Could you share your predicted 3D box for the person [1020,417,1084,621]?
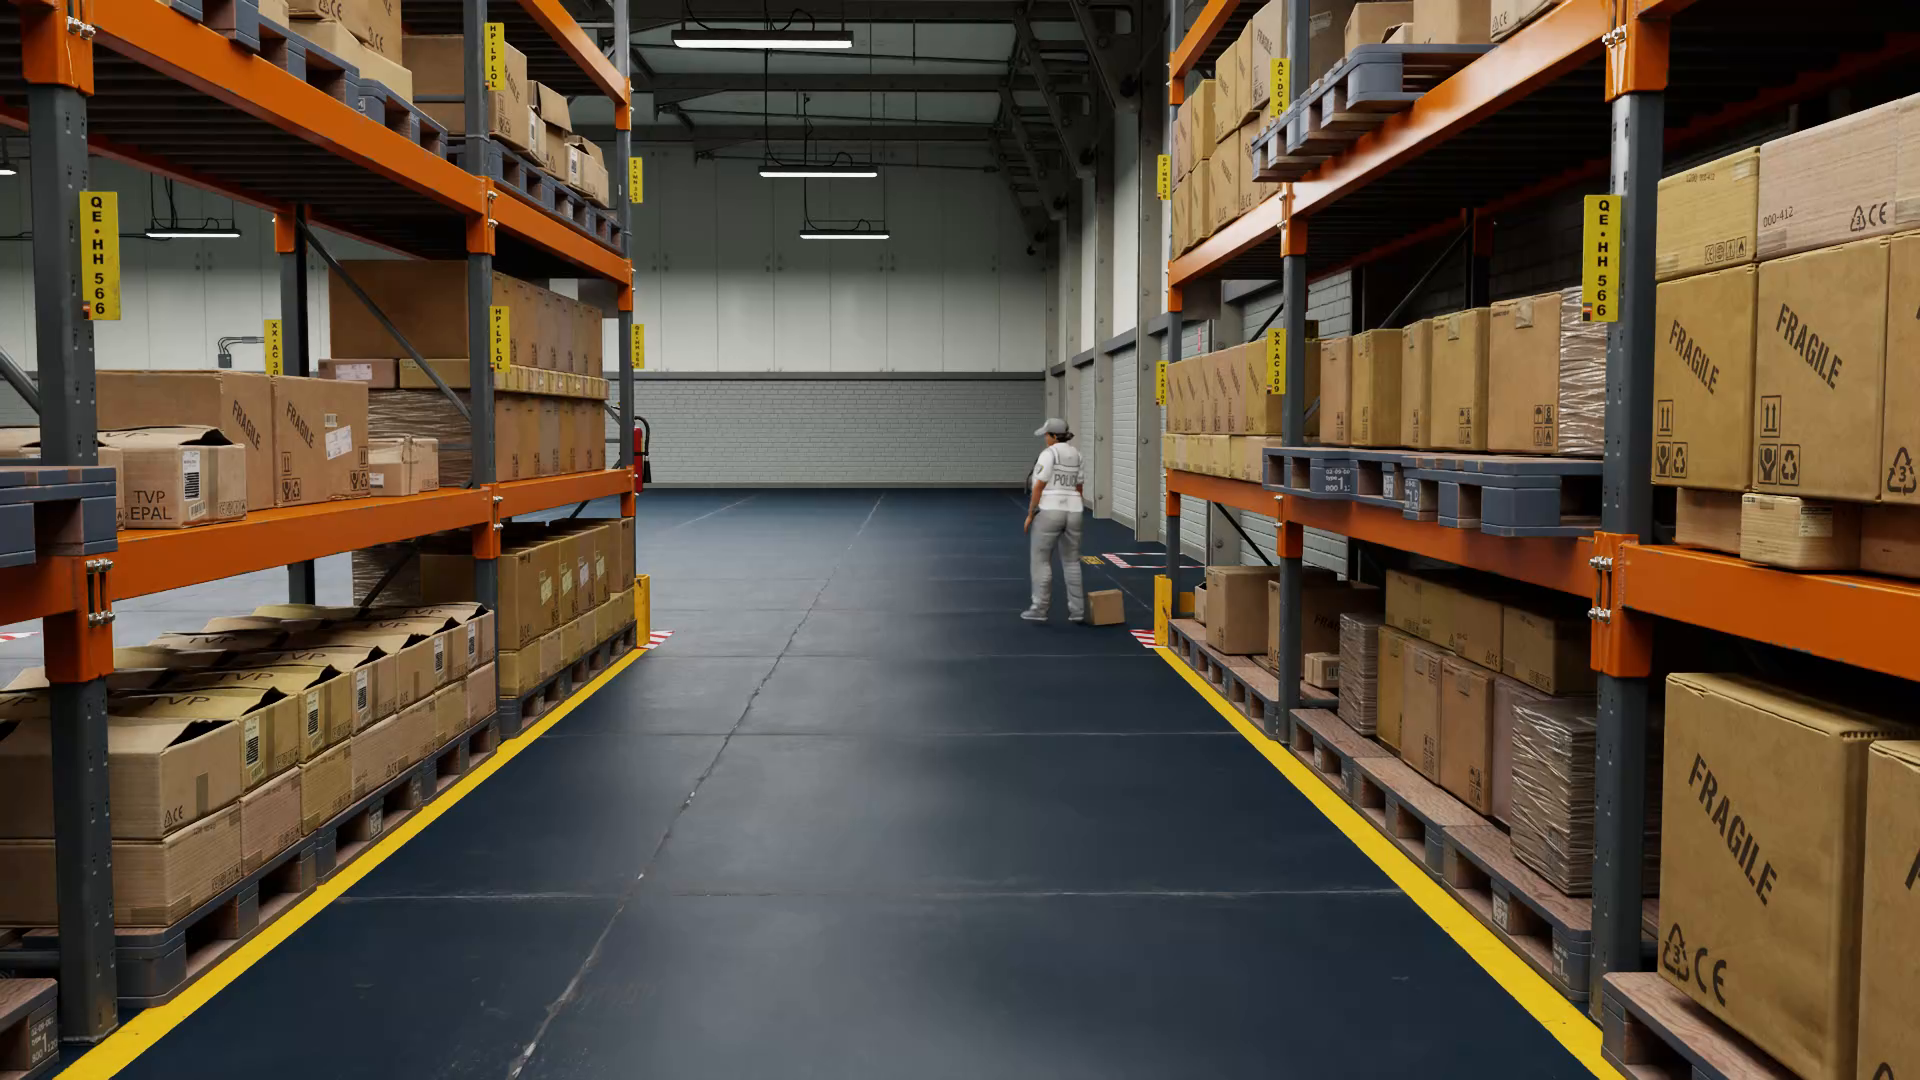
[{"bbox_3d":[0.781,-0.162,13.537,0.561,1.672,0.444,-3,5,-38],"label":"person"}]
